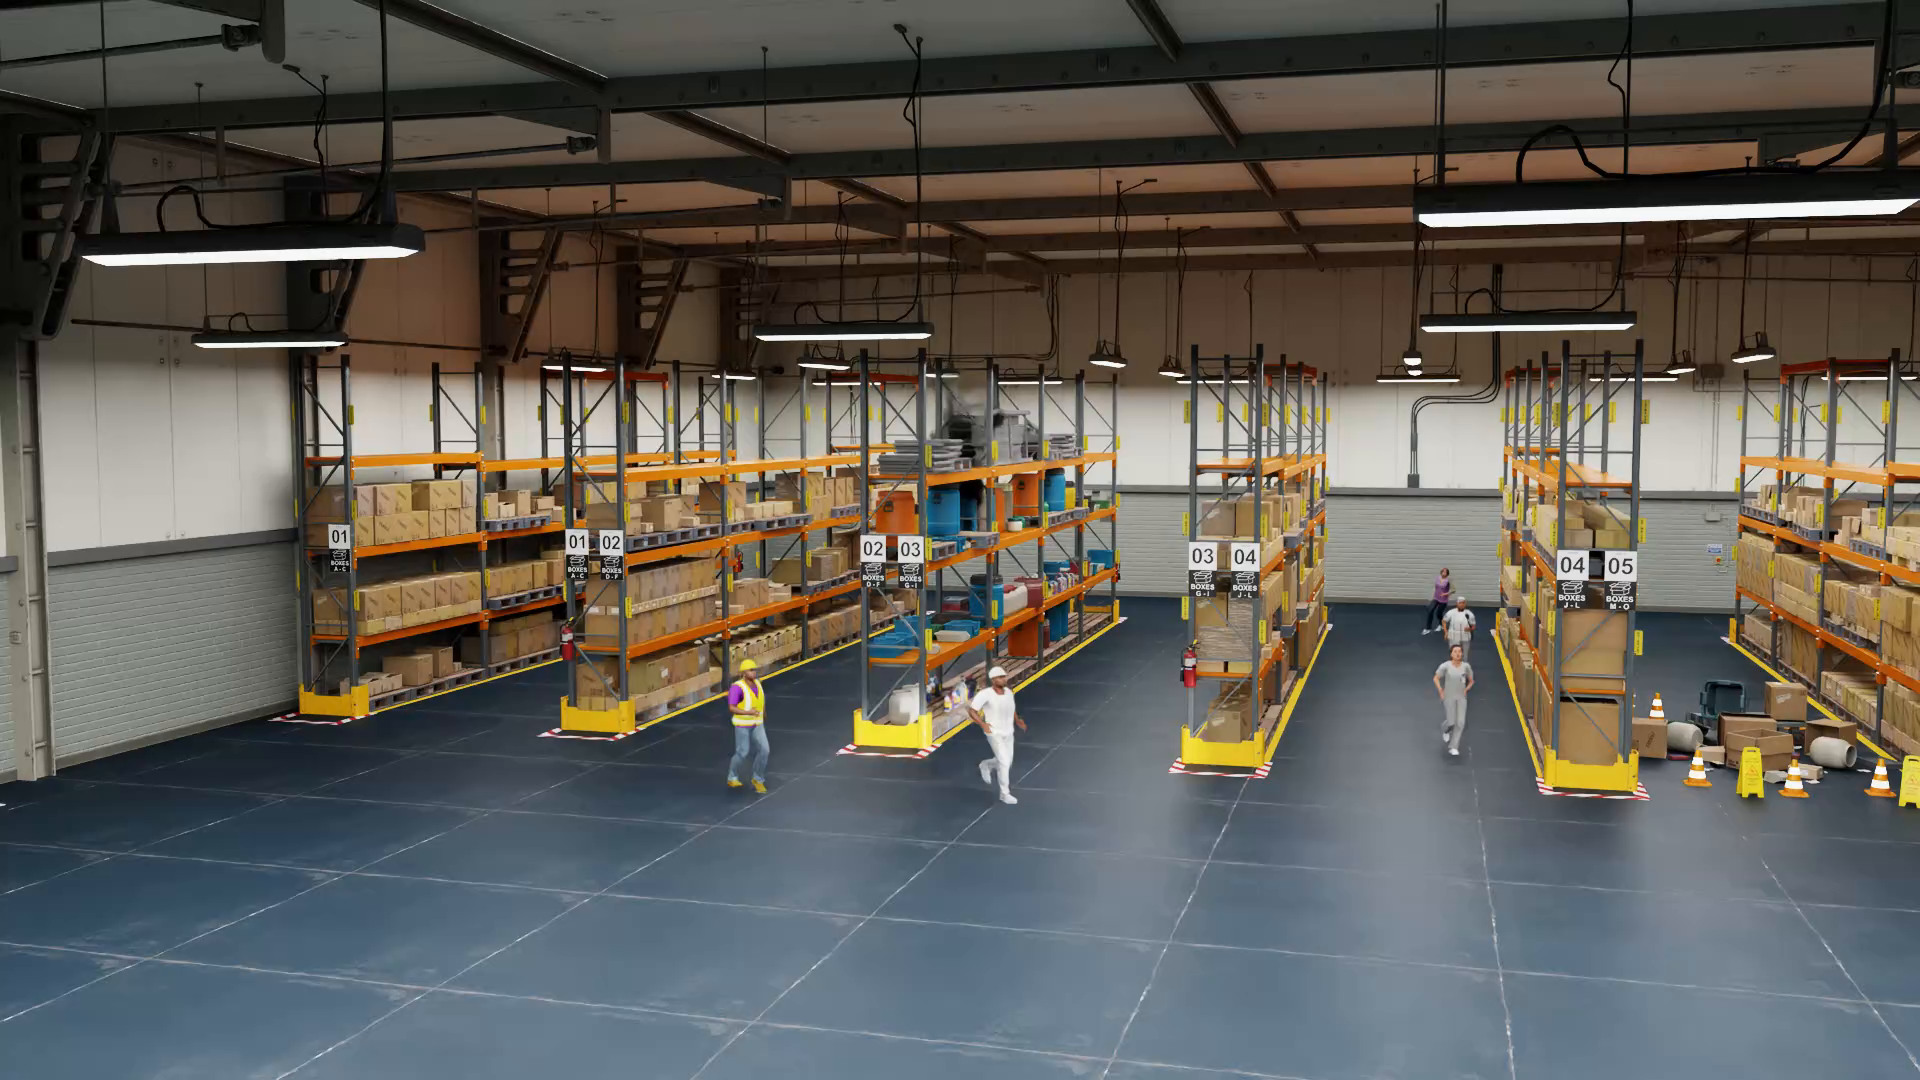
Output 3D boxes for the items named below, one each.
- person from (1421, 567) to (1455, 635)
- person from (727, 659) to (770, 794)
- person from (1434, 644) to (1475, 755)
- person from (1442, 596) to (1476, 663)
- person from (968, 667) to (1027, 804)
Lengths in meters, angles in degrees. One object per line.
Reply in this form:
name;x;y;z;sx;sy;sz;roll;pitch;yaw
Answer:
person;11.006;1.397;37.972;0.755;1.565;0.640;-4;6;-42
person;-2.783;2.491;22.017;0.744;1.839;0.726;4;6;43
person;7.322;2.344;24.627;0.580;1.624;0.597;0;4;2
person;9.242;1.871;30.752;0.578;1.660;0.660;0;4;6
person;0.469;2.521;21.687;0.700;1.745;0.796;-4;6;-40
